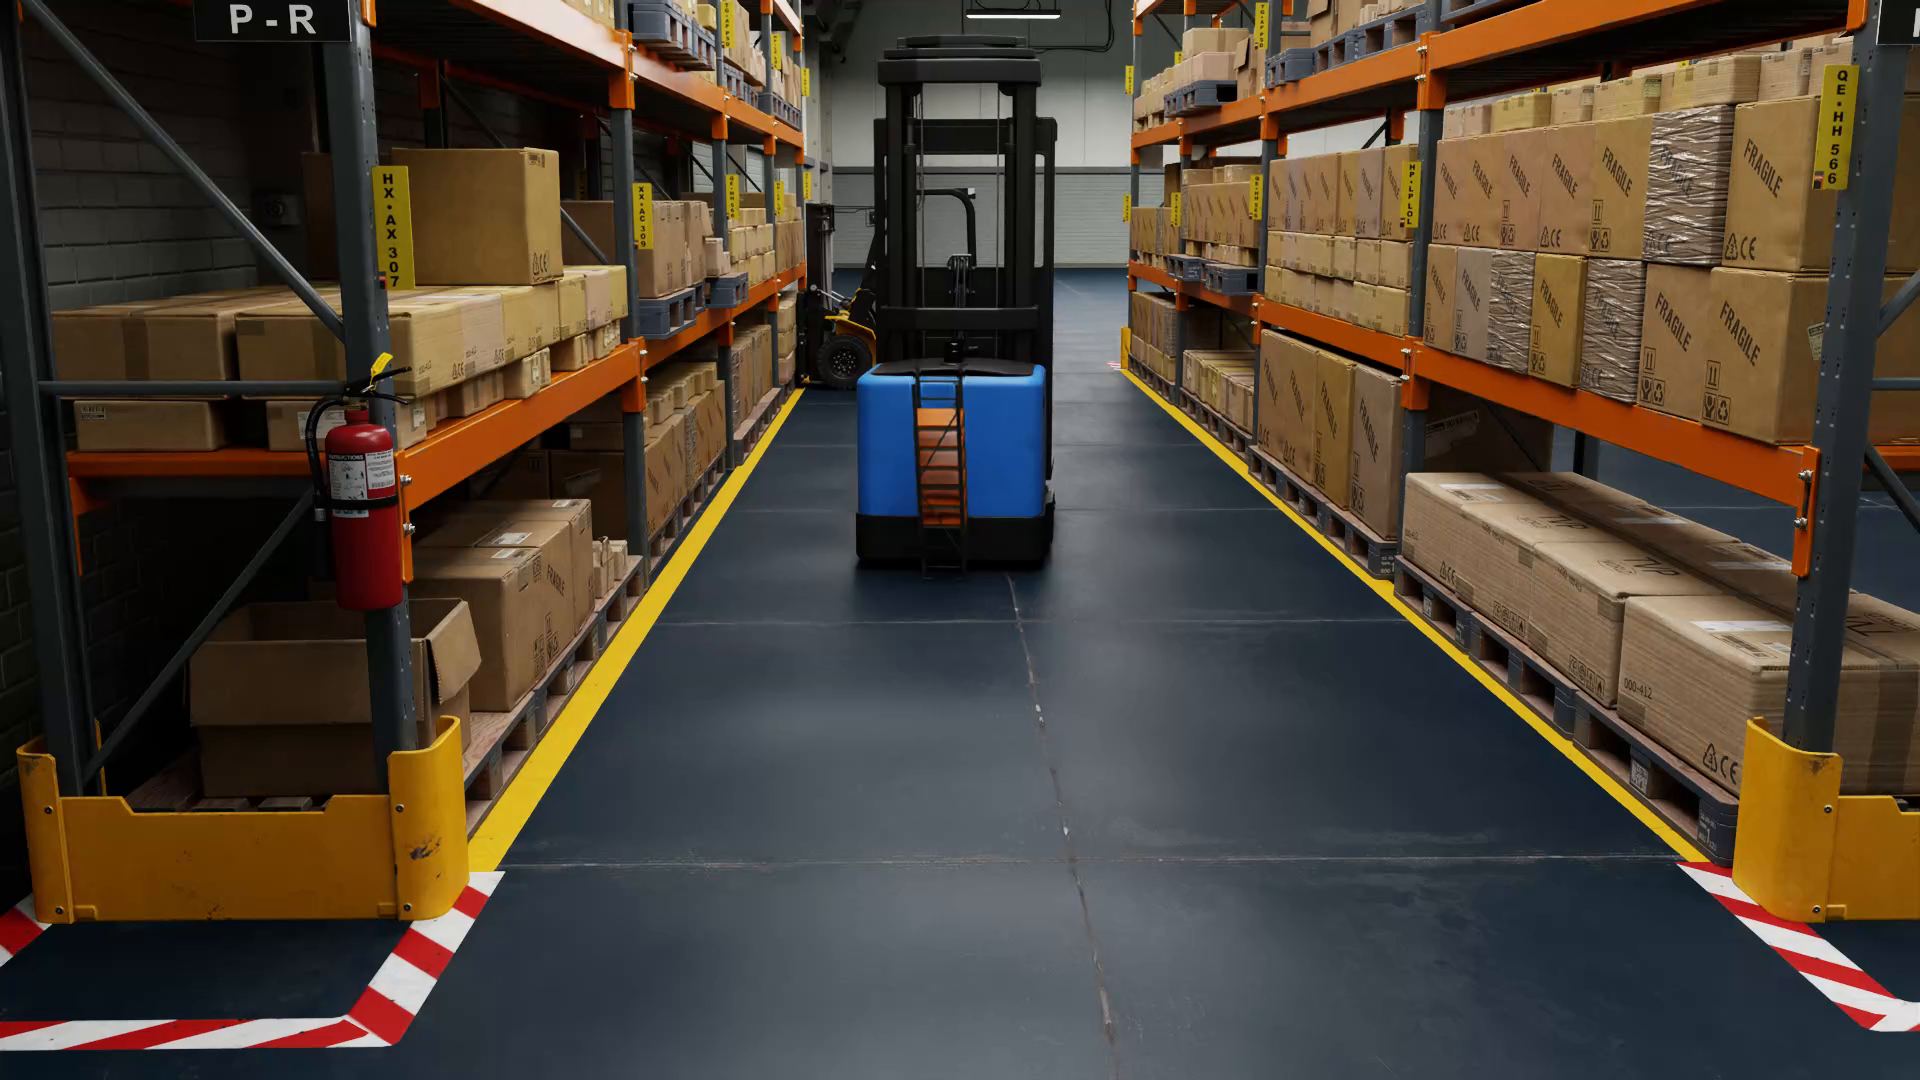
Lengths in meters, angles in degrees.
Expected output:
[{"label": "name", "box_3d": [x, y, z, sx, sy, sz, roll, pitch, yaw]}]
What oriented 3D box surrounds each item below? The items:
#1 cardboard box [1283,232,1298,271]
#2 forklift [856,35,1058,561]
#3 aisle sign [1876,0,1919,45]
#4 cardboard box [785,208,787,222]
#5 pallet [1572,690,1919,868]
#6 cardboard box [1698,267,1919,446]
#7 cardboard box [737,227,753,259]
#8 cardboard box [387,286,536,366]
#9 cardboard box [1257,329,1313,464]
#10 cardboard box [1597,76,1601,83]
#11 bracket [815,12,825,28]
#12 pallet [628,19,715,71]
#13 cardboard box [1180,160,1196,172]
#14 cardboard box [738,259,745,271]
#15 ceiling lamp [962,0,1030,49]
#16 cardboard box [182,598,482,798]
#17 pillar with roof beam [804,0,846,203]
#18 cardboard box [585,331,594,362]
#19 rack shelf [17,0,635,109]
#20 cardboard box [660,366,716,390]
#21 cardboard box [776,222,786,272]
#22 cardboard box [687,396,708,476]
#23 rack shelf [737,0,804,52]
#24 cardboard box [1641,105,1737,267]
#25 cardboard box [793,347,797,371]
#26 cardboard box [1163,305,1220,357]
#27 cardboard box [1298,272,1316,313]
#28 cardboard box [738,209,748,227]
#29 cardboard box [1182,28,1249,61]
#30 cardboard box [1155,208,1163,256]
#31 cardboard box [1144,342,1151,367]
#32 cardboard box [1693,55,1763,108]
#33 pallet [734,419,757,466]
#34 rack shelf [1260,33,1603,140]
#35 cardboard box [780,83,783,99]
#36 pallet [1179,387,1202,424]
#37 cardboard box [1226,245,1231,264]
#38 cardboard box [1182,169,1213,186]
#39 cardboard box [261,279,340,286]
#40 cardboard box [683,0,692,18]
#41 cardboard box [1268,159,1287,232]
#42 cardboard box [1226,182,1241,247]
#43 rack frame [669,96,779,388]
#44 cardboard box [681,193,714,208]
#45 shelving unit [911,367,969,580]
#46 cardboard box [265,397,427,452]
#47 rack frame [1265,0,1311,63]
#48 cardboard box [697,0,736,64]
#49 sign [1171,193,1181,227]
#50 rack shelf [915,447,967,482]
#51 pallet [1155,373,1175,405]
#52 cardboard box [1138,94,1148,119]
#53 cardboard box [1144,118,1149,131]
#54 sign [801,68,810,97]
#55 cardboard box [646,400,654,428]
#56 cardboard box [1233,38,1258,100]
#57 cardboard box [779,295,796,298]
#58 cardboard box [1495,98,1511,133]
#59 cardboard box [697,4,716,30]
[{"label": "cardboard box", "box_3d": [2.513, -1.983, 11.411, 0.500, 0.250, 0.500, 0, 11, 0]}, {"label": "forklift", "box_3d": [0.046, -1.560, 10.377, 1.130, 2.935, 3.031, 1, 11, 4]}, {"label": "aisle sign", "box_3d": [2.597, -1.685, 4.280, 0.394, 0.787, 0.004, 0, 11, -1]}, {"label": "cardboard box", "box_3d": [-2.024, -3.426, 17.521, 0.380, 0.149, 0.250, 0, 11, -2]}, {"label": "pallet", "box_3d": [2.811, 0.782, 5.675, 1.003, 0.211, 1.213, 0, 11, -1]}, {"label": "cardboard box", "box_3d": [2.631, -0.570, 5.073, 0.500, 0.500, 0.500, 0, 11, -1]}, {"label": "cardboard box", "box_3d": [-1.989, -2.460, 13.759, 0.500, 0.250, 0.500, -1, 11, -3]}, {"label": "cardboard box", "box_3d": [-1.821, -0.770, 5.937, 0.500, 0.250, 0.500, 0, 11, -2]}, {"label": "cardboard box", "box_3d": [2.671, -1.043, 11.945, 0.875, 0.875, 0.875, 0, 11, -2]}, {"label": "cardboard box", "box_3d": [7.307, -5.046, 18.166, 0.500, 0.250, 0.500, 0, 11, -1]}, {"label": "bracket", "box_3d": [-3.354, -12.325, 39.125, 0.076, 0.066, 4.783, 0, 11, -1]}, {"label": "pallet", "box_3d": [-2.108, -2.914, 9.808, 1.213, 0.211, 1.003, 0, 11, -1]}, {"label": "cardboard box", "box_3d": [2.792, -3.890, 18.172, 0.700, 0.500, 0.500, 0, 11, -2]}, {"label": "cardboard box", "box_3d": [-1.993, -2.111, 13.297, 0.500, 0.250, 0.500, 0, 11, -2]}, {"label": "ceiling lamp", "box_3d": [0.934, -14.459, 44.016, 2.000, 3.185, 0.800, 0, 11, -1]}, {"label": "cardboard box", "box_3d": [-1.975, 0.491, 5.319, 0.797, 0.503, 0.637, -1, 11, -3]}, {"label": "pillar with roof beam", "box_3d": [0.534, -11.172, 42.495, 9.100, 9.000, 0.548, 0, 11, -1]}, {"label": "cardboard box", "box_3d": [-1.846, -0.859, 7.382, 0.380, 0.149, 0.250, 0, 11, 0]}, {"label": "rack shelf", "box_3d": [-2.098, -1.920, 6.244, 1.077, 0.370, 4.000, 0, 11, -1]}, {"label": "cardboard box", "box_3d": [-1.922, -1.143, 11.747, 0.380, 0.149, 0.250, -1, 11, -4]}, {"label": "cardboard box", "box_3d": [-2.081, -3.032, 17.209, 0.500, 0.500, 0.500, 0, 11, 0]}, {"label": "cardboard box", "box_3d": [-1.985, -0.689, 11.143, 0.500, 0.500, 0.500, 0, 11, 1]}, {"label": "rack shelf", "box_3d": [-2.346, -5.580, 17.744, 1.077, 0.370, 4.000, 0, 11, -1]}, {"label": "cardboard box", "box_3d": [2.617, -1.164, 5.485, 0.500, 0.500, 0.500, 0, 11, -1]}, {"label": "cardboard box", "box_3d": [-2.036, -1.949, 17.982, 0.500, 0.250, 0.500, 0, 11, 0]}, {"label": "cardboard box", "box_3d": [2.377, -2.154, 17.105, 0.500, 0.500, 0.500, 0, 11, -2]}, {"label": "cardboard box", "box_3d": [2.532, -1.638, 10.967, 0.500, 0.250, 0.500, 0, 11, 1]}, {"label": "cardboard box", "box_3d": [-1.972, -2.683, 13.858, 0.380, 0.149, 0.250, 0, 11, 0]}, {"label": "cardboard box", "box_3d": [2.289, -4.442, 14.930, 0.500, 0.250, 0.500, 0, 11, -2]}, {"label": "cardboard box", "box_3d": [2.367, -3.299, 17.777, 0.500, 0.500, 0.500, 0, 11, 0]}, {"label": "cardboard box", "box_3d": [2.342, -2.094, 18.694, 0.500, 0.250, 0.500, 1, 11, 3]}, {"label": "cardboard box", "box_3d": [2.579, -1.455, 5.289, 0.380, 0.149, 0.250, 0, 11, -2]}, {"label": "pallet", "box_3d": [-2.200, -0.793, 13.435, 1.003, 0.211, 1.213, 0, 11, -1]}, {"label": "rack shelf", "box_3d": [2.781, -2.736, 10.268, 1.077, 0.370, 4.000, 0, 11, -1]}, {"label": "cardboard box", "box_3d": [-2.027, -4.635, 17.143, 0.380, 0.149, 0.250, 0, 11, 1]}, {"label": "pallet", "box_3d": [2.675, -1.290, 15.888, 1.003, 0.211, 1.213, 0, 11, -1]}, {"label": "cardboard box", "box_3d": [2.373, -2.316, 13.508, 0.380, 0.149, 0.250, -1, 11, -4]}, {"label": "cardboard box", "box_3d": [2.314, -3.435, 15.760, 0.380, 0.149, 0.250, 0, 11, -1]}, {"label": "cardboard box", "box_3d": [-2.357, -0.873, 6.445, 0.500, 0.250, 0.500, 0, 11, -1]}, {"label": "cardboard box", "box_3d": [-1.768, -3.116, 9.656, 0.380, 0.149, 0.250, 0, 11, 0]}, {"label": "cardboard box", "box_3d": [2.506, -2.456, 11.856, 0.500, 0.500, 0.500, -1, 11, -3]}, {"label": "cardboard box", "box_3d": [2.431, -2.609, 13.319, 0.500, 0.500, 0.500, 0, 11, -2]}, {"label": "rack frame", "box_3d": [-2.305, -2.790, 16.269, 1.000, 3.000, 0.127, 0, 11, -1]}, {"label": "cardboard box", "box_3d": [-2.614, -3.365, 16.472, 0.380, 0.149, 0.250, 0, 11, -1]}, {"label": "shelving unit", "box_3d": [-0.097, -0.335, 8.738, 0.258, 1.200, 0.189, 1, 34, 5]}, {"label": "cardboard box", "box_3d": [-1.790, -0.348, 4.864, 0.380, 0.149, 0.250, 0, 11, -2]}, {"label": "rack frame", "box_3d": [2.740, -4.957, 11.858, 1.000, 3.000, 0.127, 0, 11, -1]}, {"label": "cardboard box", "box_3d": [-1.994, -3.914, 12.705, 0.500, 0.500, 0.500, 0, 11, -1]}, {"label": "sign", "box_3d": [2.115, -3.232, 16.269, 0.100, 0.325, 0.005, 0, 11, -1]}, {"label": "rack shelf", "box_3d": [-0.099, -0.397, 8.695, 0.258, 0.103, 0.180, 1, 34, 5]}, {"label": "pallet", "box_3d": [2.608, -1.578, 17.308, 1.003, 0.211, 1.213, 0, 11, -1]}, {"label": "cardboard box", "box_3d": [2.320, -4.948, 18.988, 0.500, 0.250, 0.500, 0, 11, -2]}, {"label": "cardboard box", "box_3d": [2.323, -4.782, 19.172, 0.380, 0.149, 0.250, 0, 11, 0]}, {"label": "sign", "box_3d": [-1.845, -5.450, 19.807, 0.100, 0.325, 0.005, 0, 11, -1]}, {"label": "cardboard box", "box_3d": [-2.000, -0.731, 9.719, 0.380, 0.149, 0.250, 0, 11, -2]}, {"label": "cardboard box", "box_3d": [2.680, -3.840, 13.639, 0.797, 0.503, 0.637, 0, 11, -1]}, {"label": "cardboard box", "box_3d": [-2.030, -2.642, 18.881, 0.500, 0.250, 0.500, 0, 11, 0]}, {"label": "cardboard box", "box_3d": [2.583, -1.863, 7.301, 0.380, 0.149, 0.250, 0, 11, -2]}, {"label": "cardboard box", "box_3d": [-1.919, -3.666, 11.666, 0.380, 0.149, 0.250, 0, 11, 1]}]
